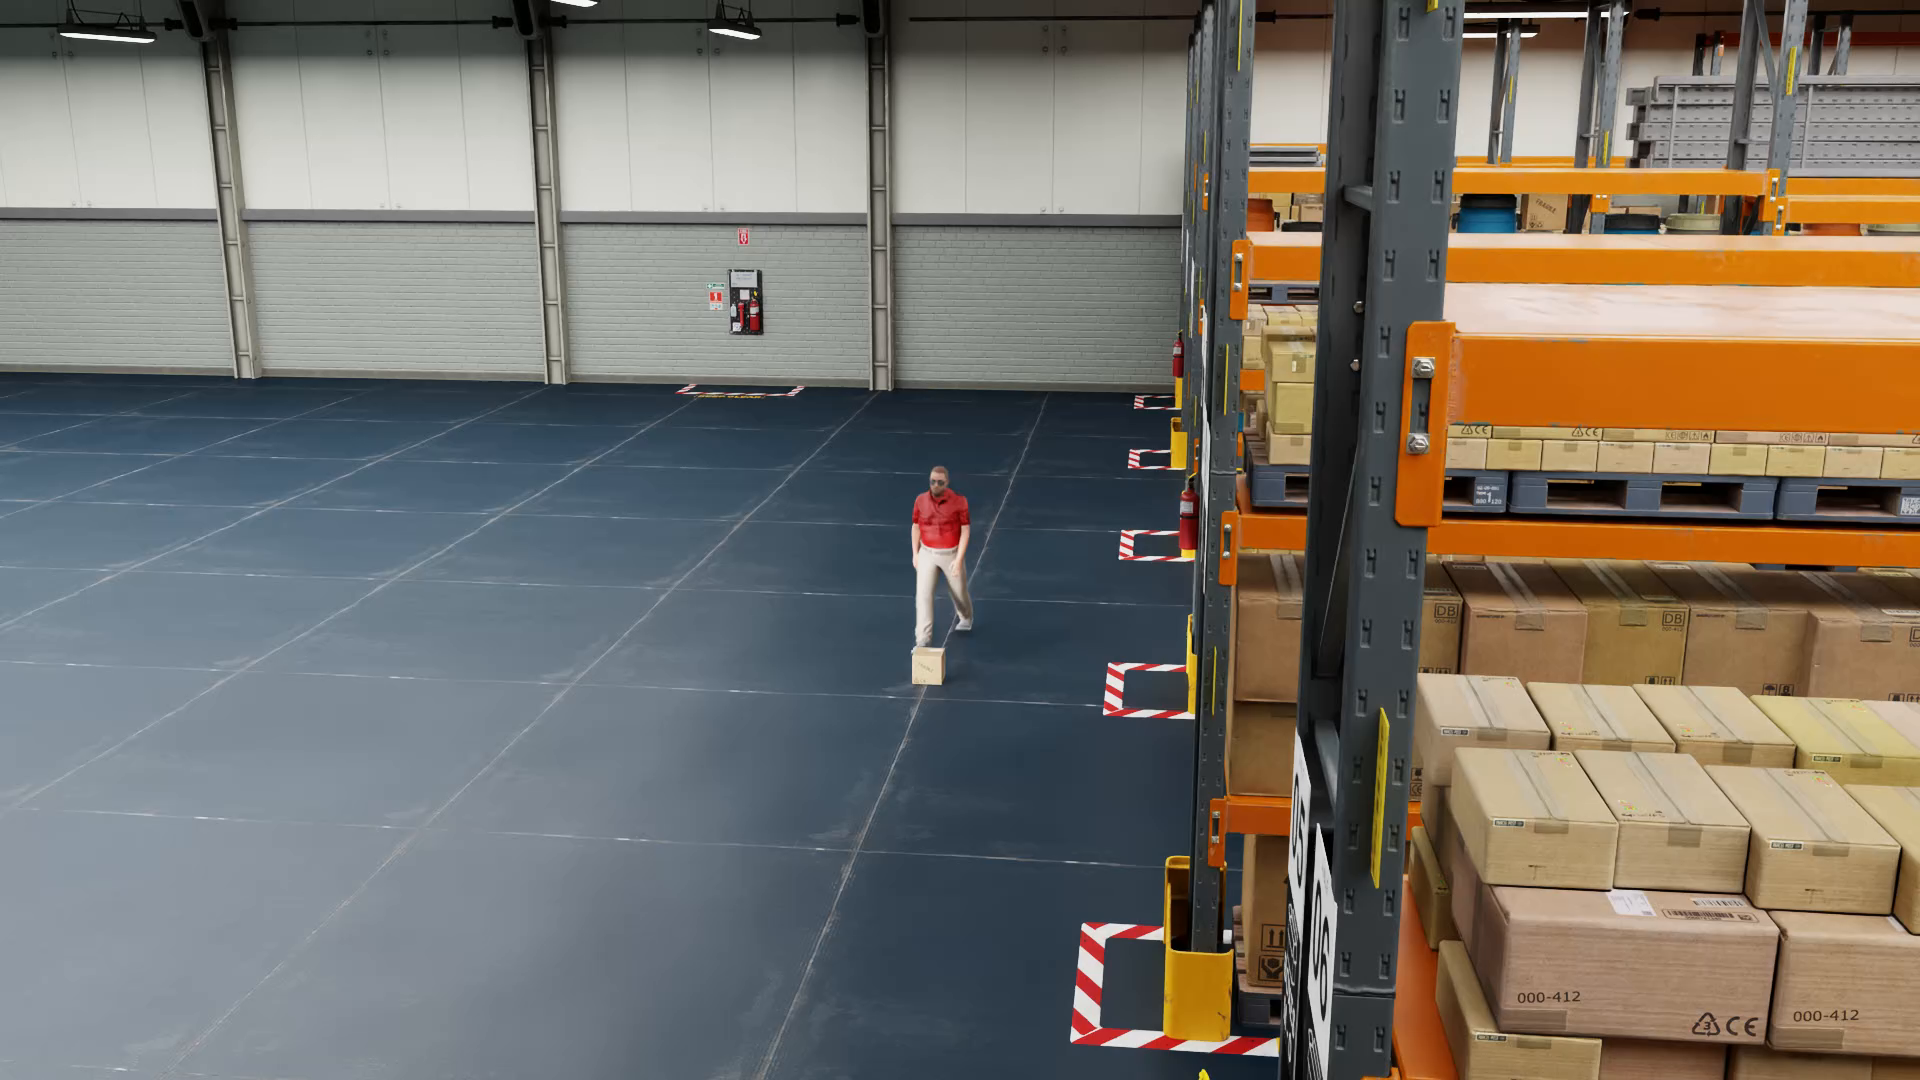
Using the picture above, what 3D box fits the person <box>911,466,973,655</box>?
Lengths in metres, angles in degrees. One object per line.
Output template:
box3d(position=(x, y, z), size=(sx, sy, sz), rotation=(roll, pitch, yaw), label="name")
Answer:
box3d(position=(-0.177, 0.146, 14.993), size=(0.557, 1.677, 1.056), rotation=(2, 14, 10), label="person")
